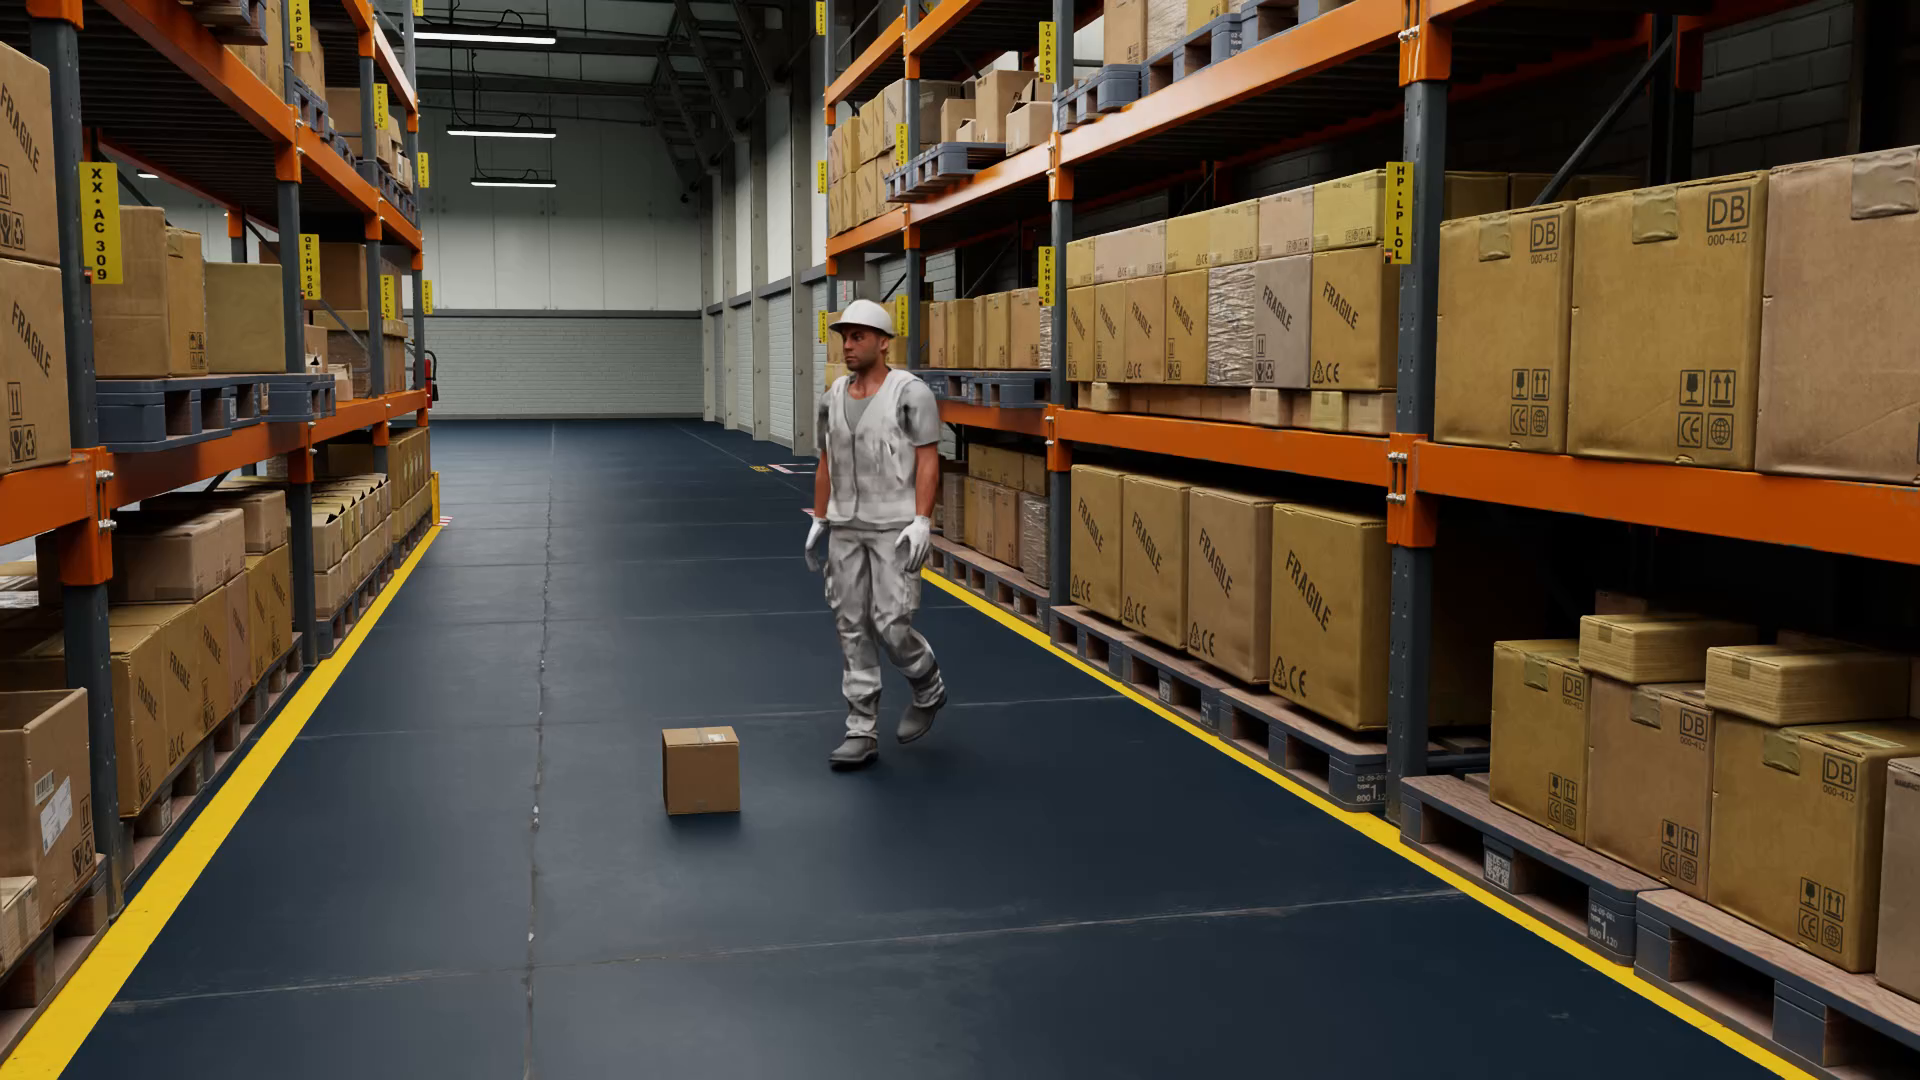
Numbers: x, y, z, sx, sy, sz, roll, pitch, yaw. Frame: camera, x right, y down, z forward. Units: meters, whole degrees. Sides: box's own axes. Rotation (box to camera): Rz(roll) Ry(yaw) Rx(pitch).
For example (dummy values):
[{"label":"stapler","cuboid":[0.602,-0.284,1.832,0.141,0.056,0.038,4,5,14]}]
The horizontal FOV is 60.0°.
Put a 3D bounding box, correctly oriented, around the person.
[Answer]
[{"label":"person","cuboid":[-0.330,-0.037,6.523,0.575,1.796,0.606,3,7,27]}]
